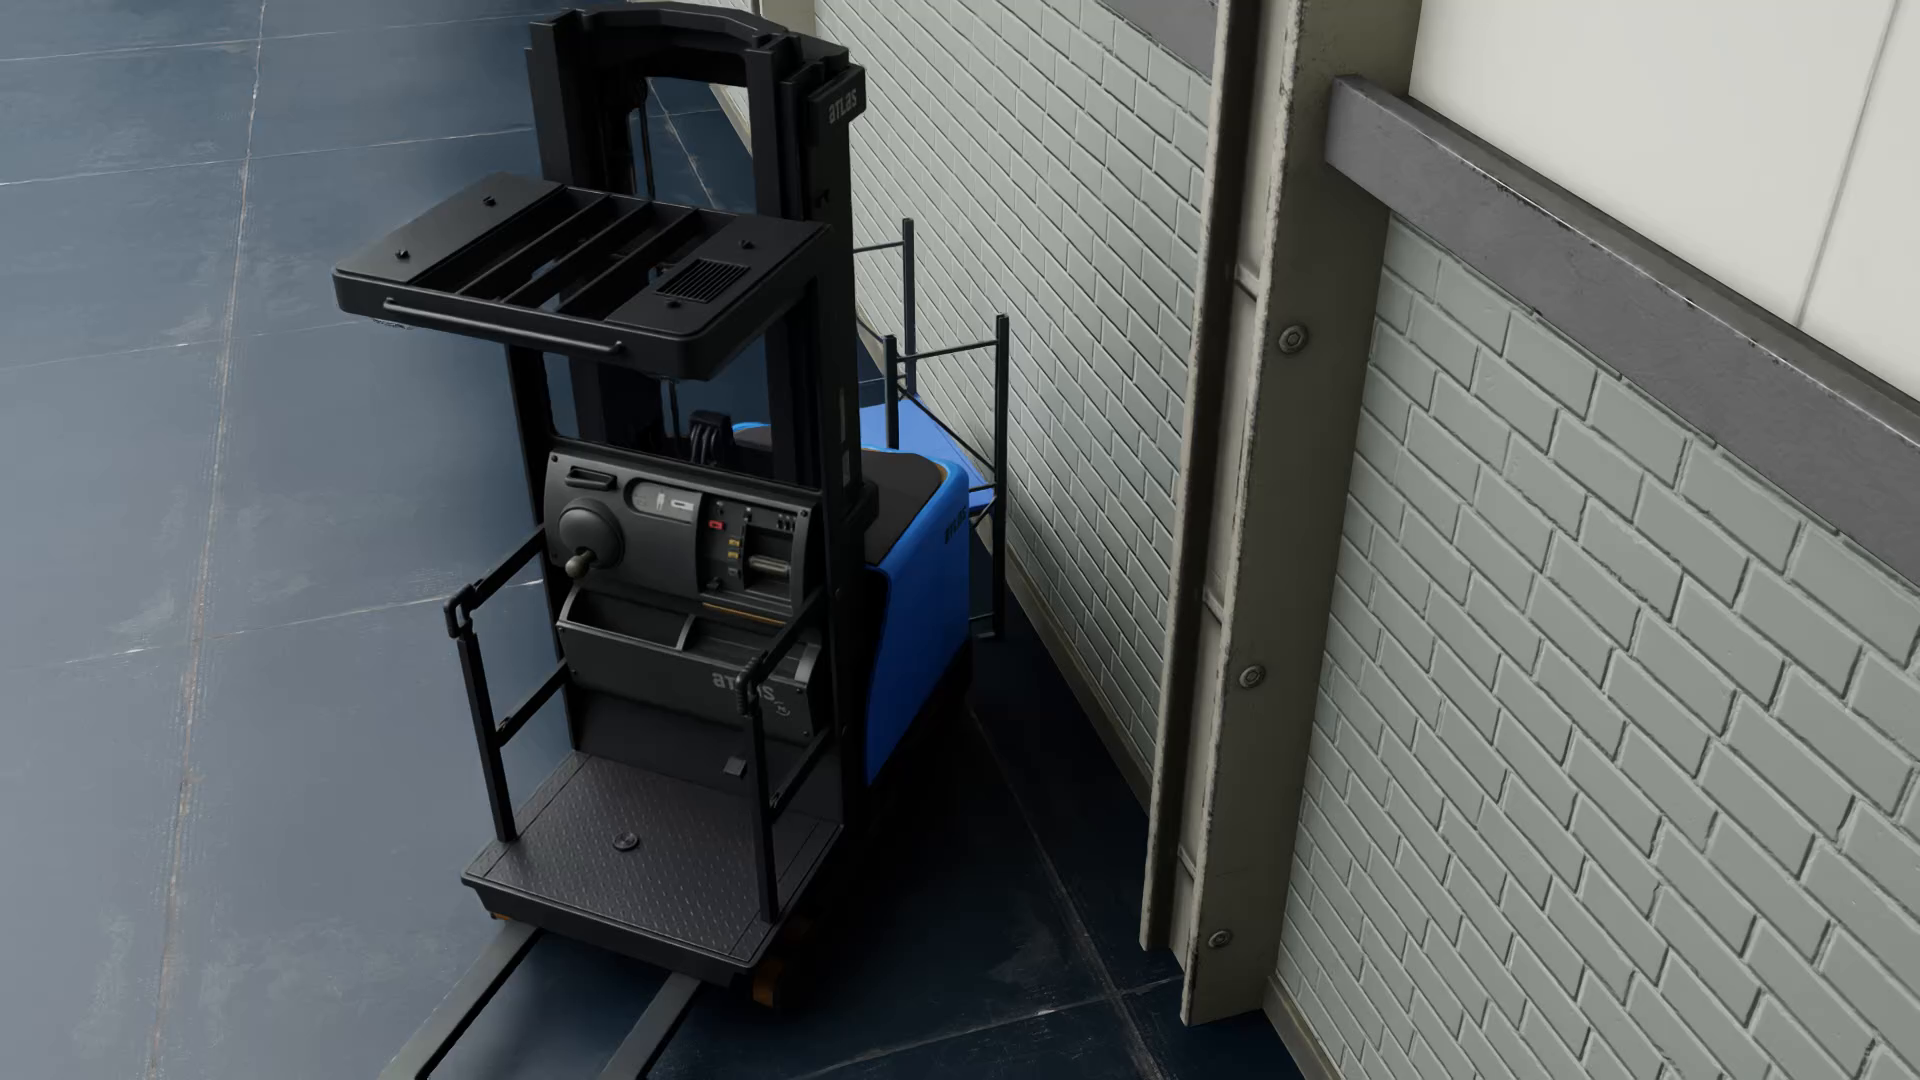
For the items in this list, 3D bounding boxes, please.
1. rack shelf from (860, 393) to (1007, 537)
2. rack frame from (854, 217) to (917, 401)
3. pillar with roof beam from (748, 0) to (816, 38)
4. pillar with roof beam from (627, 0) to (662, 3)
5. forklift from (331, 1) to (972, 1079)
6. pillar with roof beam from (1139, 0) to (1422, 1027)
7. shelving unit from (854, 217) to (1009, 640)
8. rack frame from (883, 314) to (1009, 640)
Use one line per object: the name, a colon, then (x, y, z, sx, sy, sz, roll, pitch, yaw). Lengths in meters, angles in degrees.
rack shelf: (-0.242, -0.286, 7.149, 0.538, 0.185, 1.000, -13, 36, -18)
rack frame: (-0.435, -0.696, 7.443, 0.500, 1.500, 0.032, -13, 36, -18)
pillar with roof beam: (-5.113, -4.737, 6.756, 9.100, 9.000, 0.400, -10, 35, -15)
pillar with roof beam: (-6.943, -7.887, 11.523, 9.100, 9.000, 0.400, -10, 35, -15)
forklift: (-0.966, 0.040, 5.031, 1.130, 2.935, 3.031, 12, 35, 18)
pillar with roof beam: (-3.283, -1.587, 1.988, 9.100, 9.000, 0.400, -10, 35, -15)
shelving unit: (-0.242, -0.437, 7.050, 0.538, 1.500, 1.048, -13, 36, -18)
rack frame: (-0.049, -0.177, 6.658, 0.500, 1.500, 0.032, -13, 36, -18)
